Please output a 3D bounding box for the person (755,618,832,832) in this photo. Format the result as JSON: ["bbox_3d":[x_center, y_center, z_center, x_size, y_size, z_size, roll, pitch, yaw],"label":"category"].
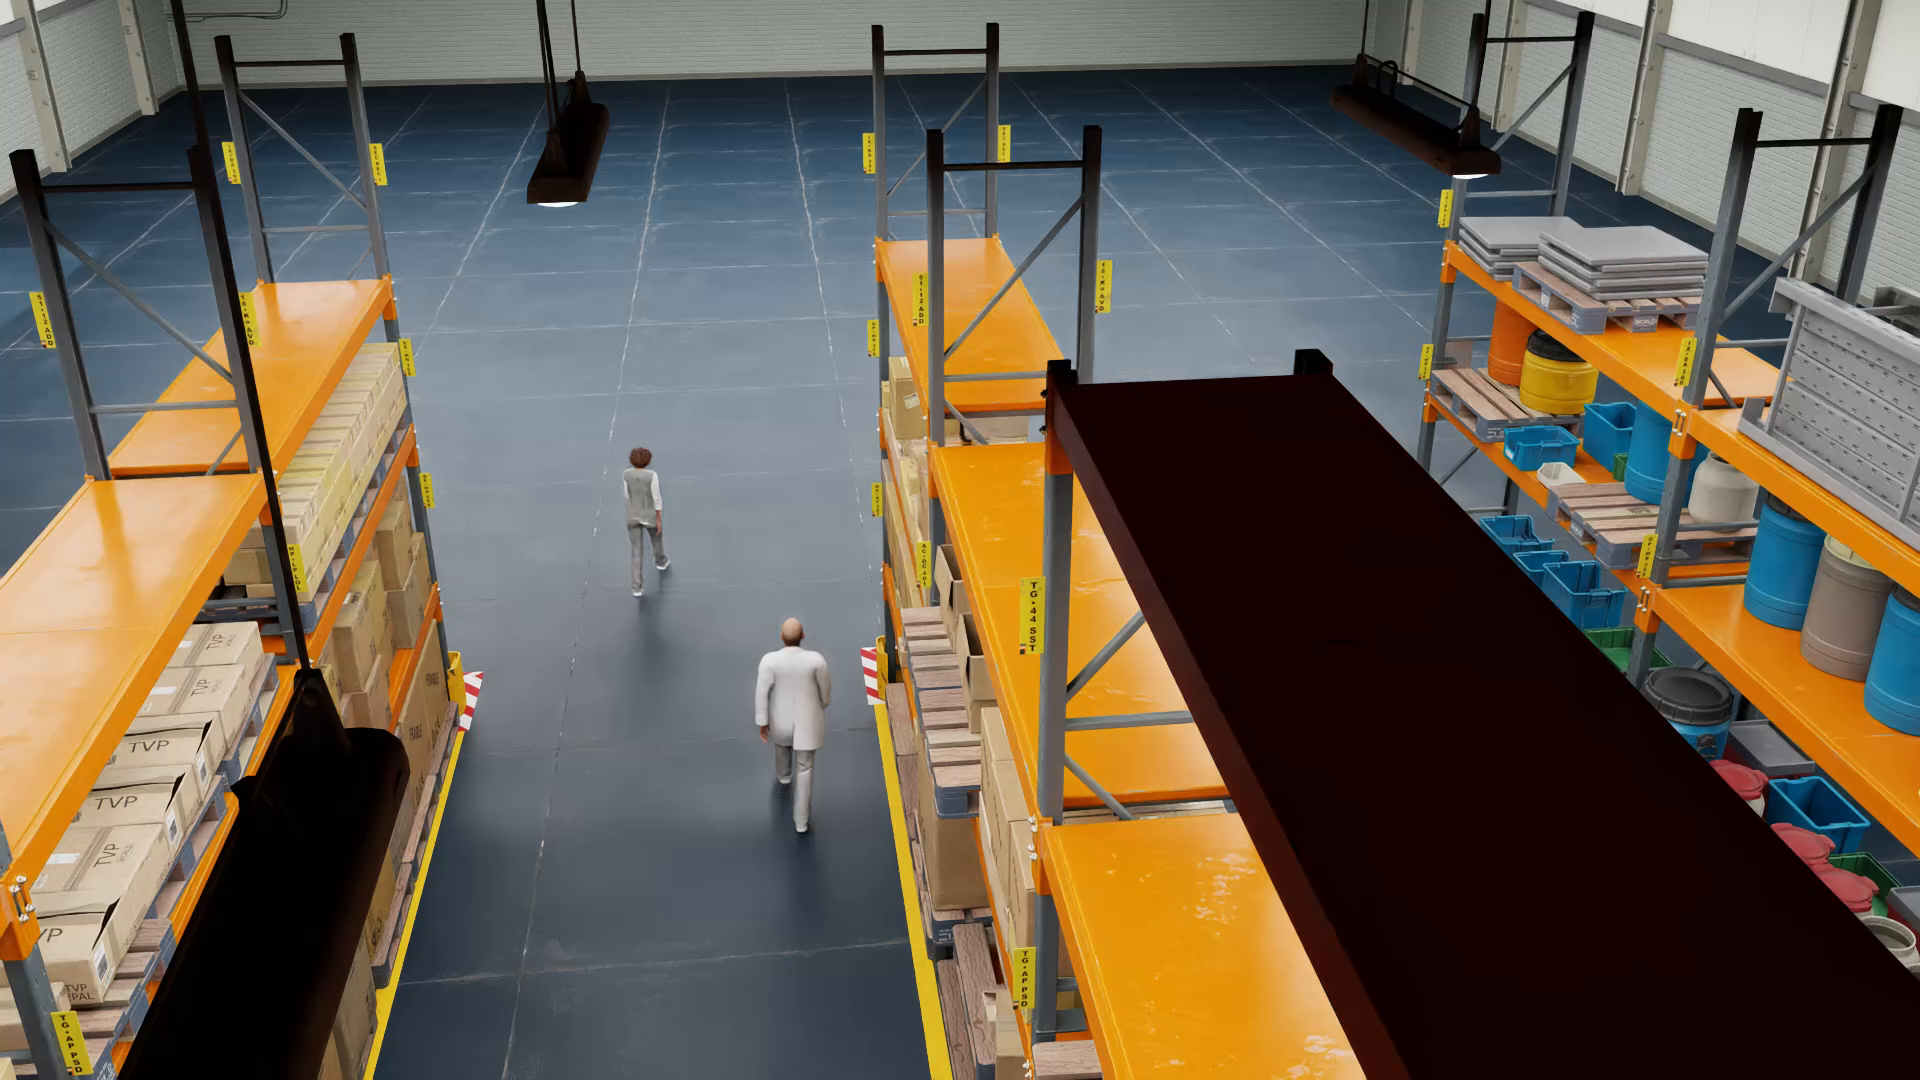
[{"bbox_3d":[-1.332,1.378,13.535,0.606,1.736,1.038,1,26,1],"label":"person"}]

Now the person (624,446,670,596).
[{"bbox_3d":[-3.236,-0.275,17.227,0.438,1.560,0.905,3,26,7],"label":"person"}]
